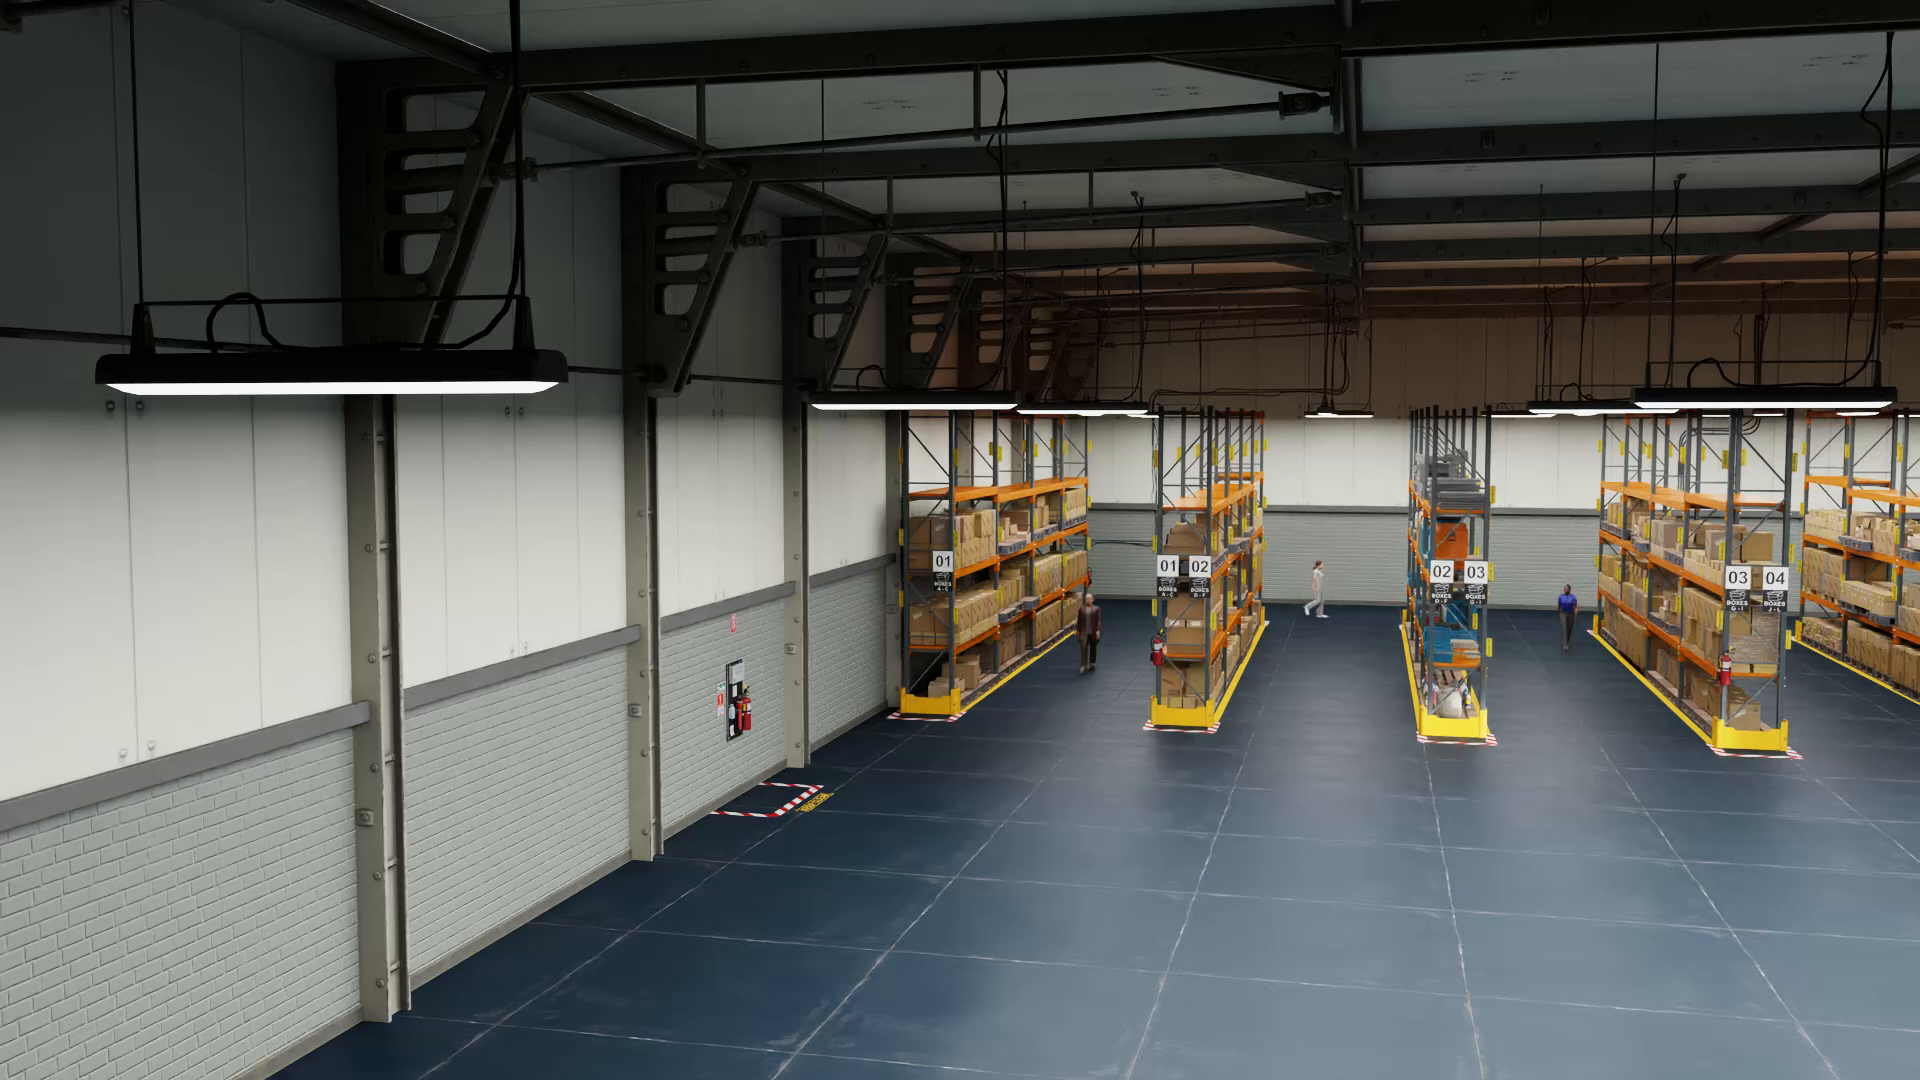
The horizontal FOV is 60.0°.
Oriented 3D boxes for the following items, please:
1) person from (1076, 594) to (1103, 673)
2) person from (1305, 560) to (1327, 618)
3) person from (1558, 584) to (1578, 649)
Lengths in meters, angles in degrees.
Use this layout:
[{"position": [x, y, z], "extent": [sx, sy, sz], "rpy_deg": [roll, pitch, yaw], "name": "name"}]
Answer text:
[{"position": [2.956, 2.108, 38.014], "extent": [0.603, 1.727, 1.100], "rpy_deg": [0, 4, 5], "name": "person"}, {"position": [10.346, 1.422, 48.182], "extent": [0.570, 1.667, 0.486], "rpy_deg": [3, 5, 33], "name": "person"}, {"position": [15.270, 1.910, 41.777], "extent": [0.441, 1.595, 1.033], "rpy_deg": [1, 4, 11], "name": "person"}]
